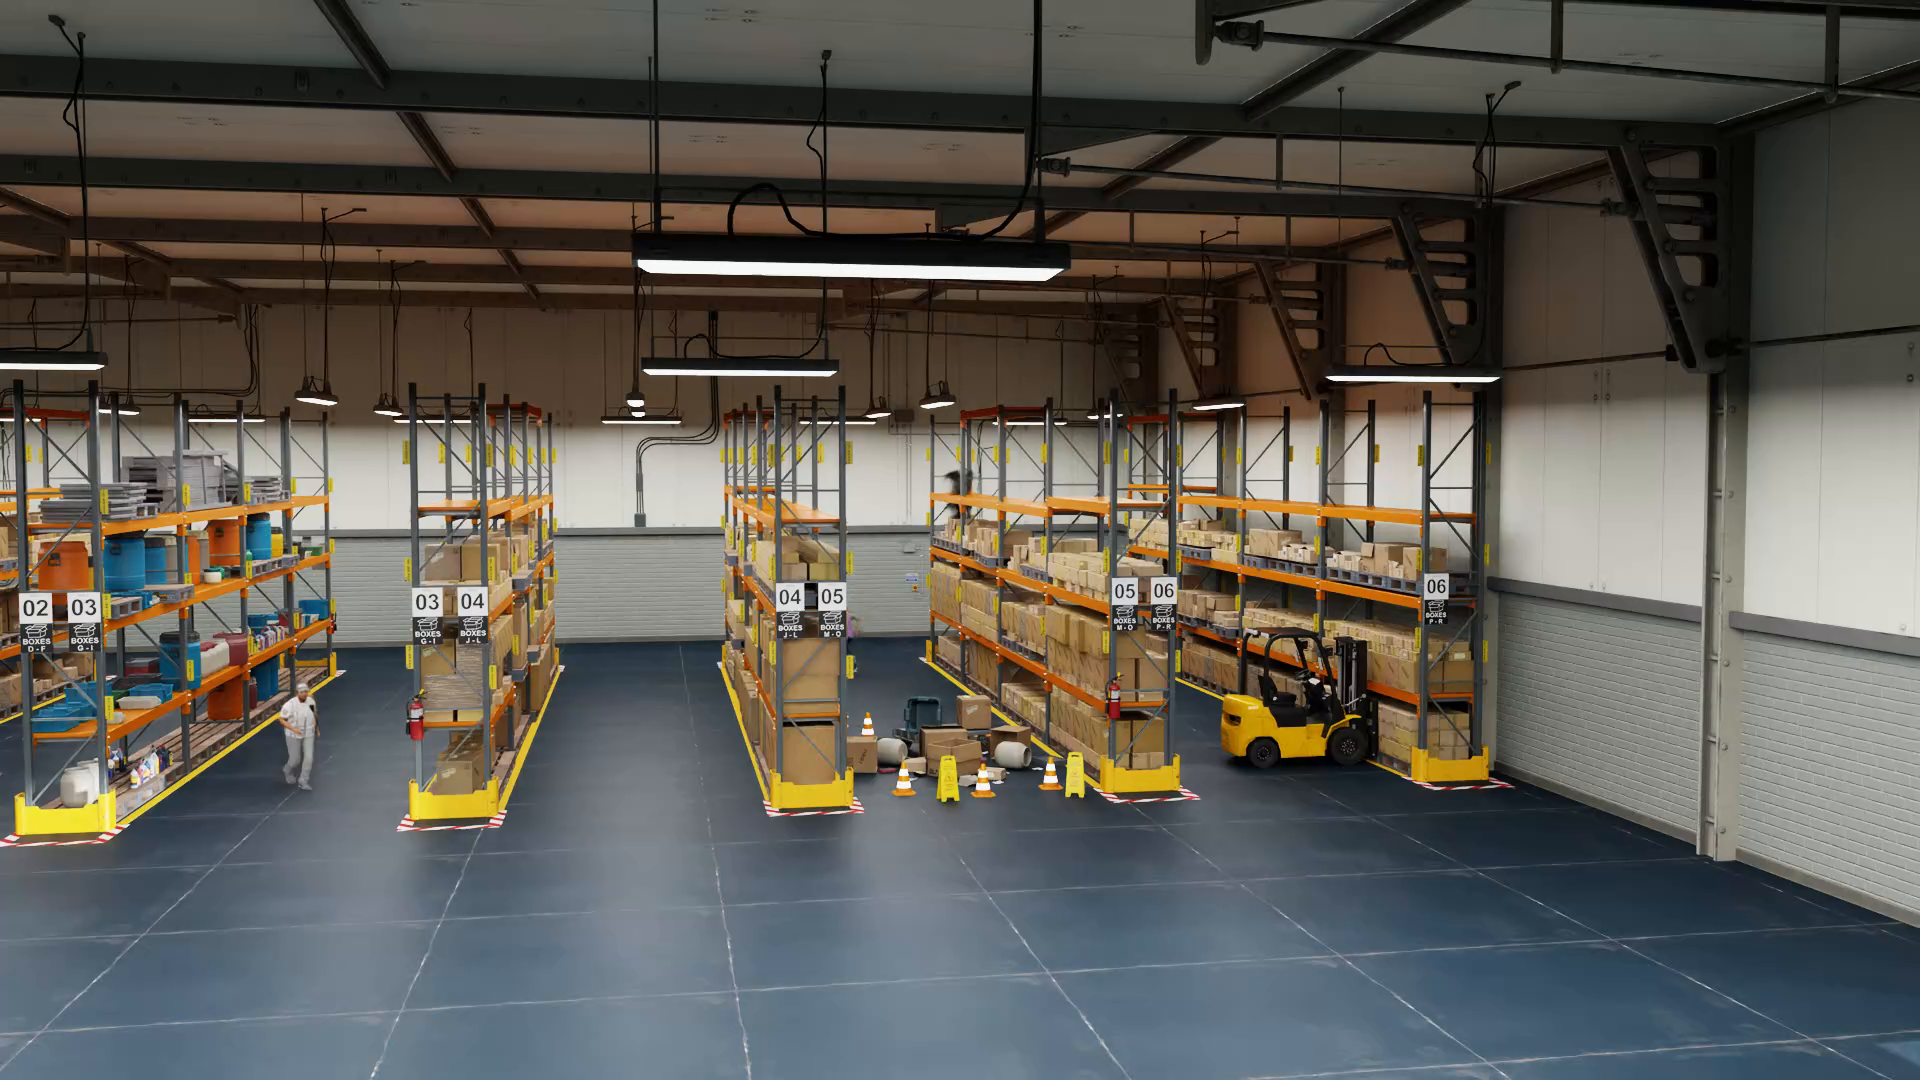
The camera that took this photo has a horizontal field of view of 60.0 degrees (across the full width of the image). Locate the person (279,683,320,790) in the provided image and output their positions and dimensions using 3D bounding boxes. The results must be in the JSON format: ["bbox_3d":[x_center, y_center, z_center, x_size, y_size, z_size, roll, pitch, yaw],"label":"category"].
[{"bbox_3d":[-9.957,2.942,25.035,0.606,1.616,0.714,-2,4,-40],"label":"person"}]

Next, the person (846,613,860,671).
[{"bbox_3d":[-2.645,2.271,38.600,0.502,1.527,0.779,-3,4,-42],"label":"person"}]
